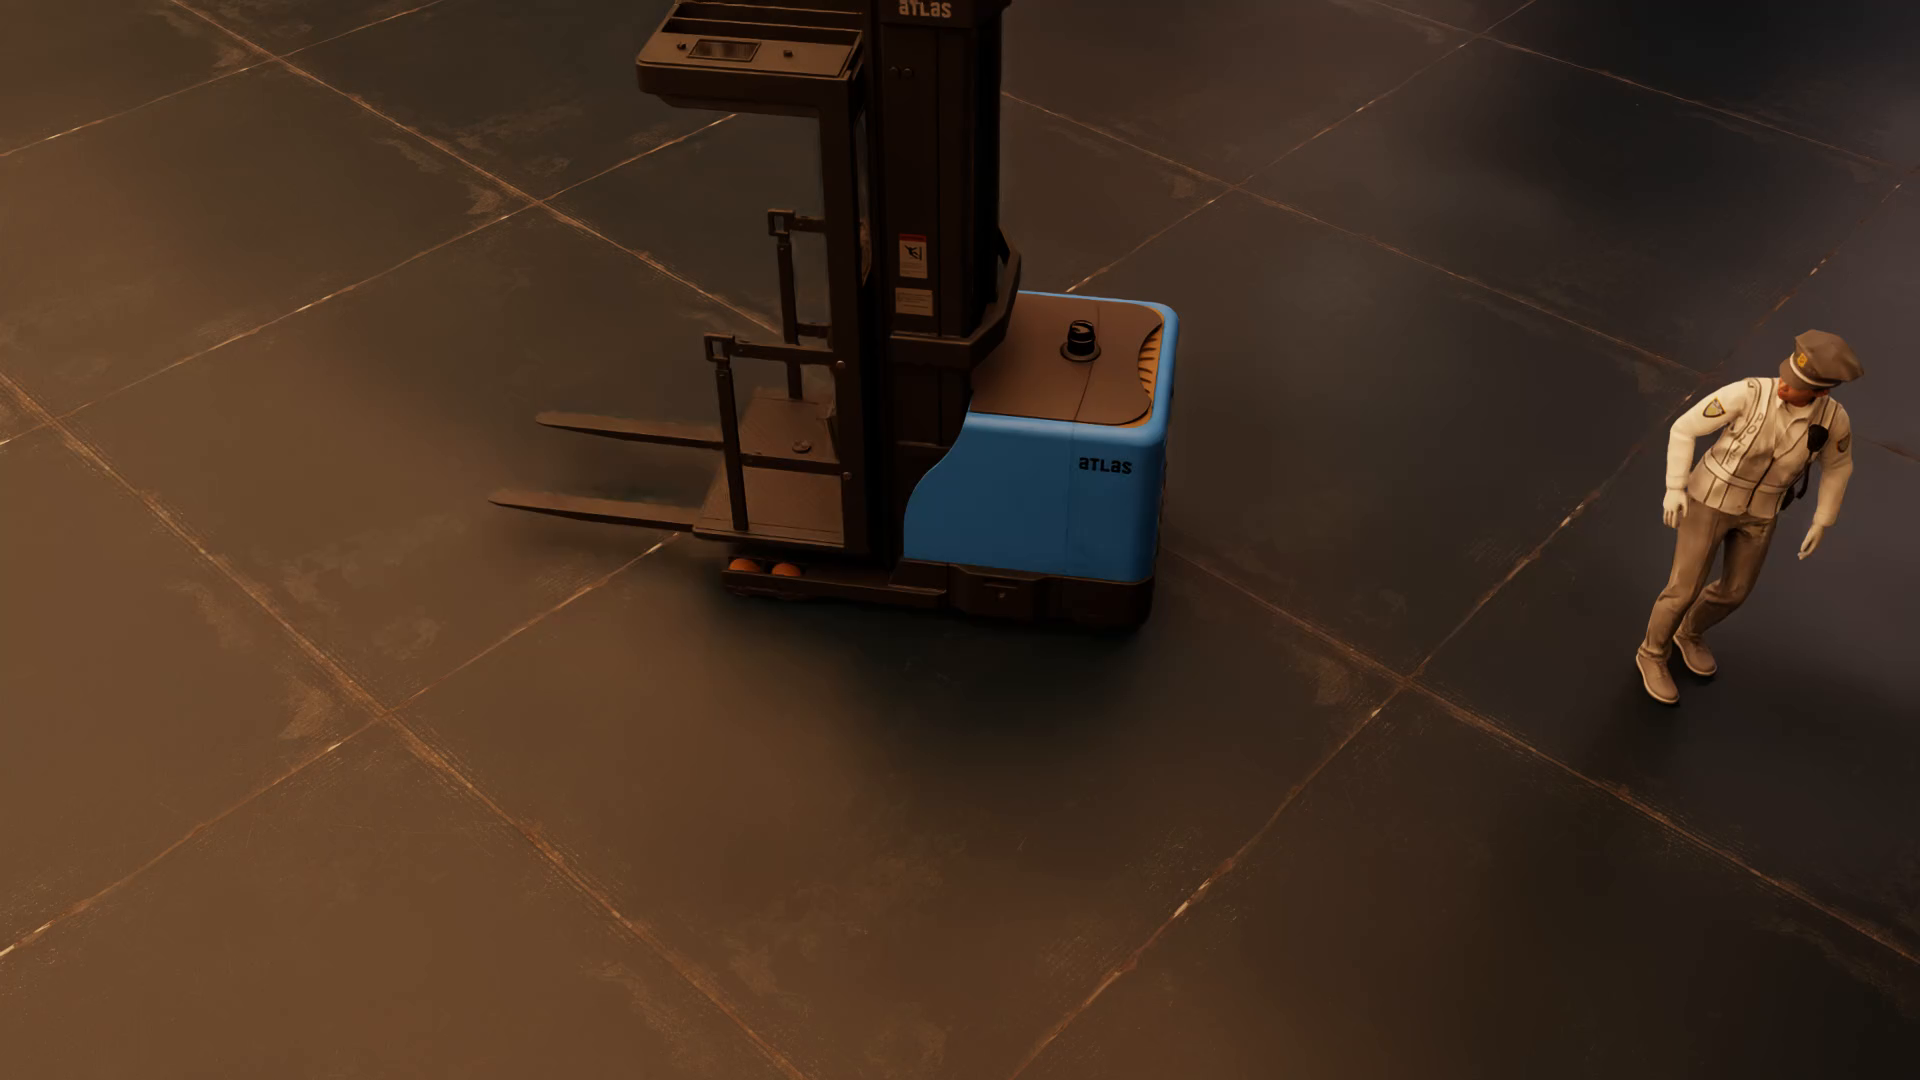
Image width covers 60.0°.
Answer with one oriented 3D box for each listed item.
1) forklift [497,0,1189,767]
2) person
[{"bbox_3d":[-0.478,-0.857,6.427,3.031,2.935,1.130,-27,47,-28],"label":"forklift"},{"bbox_3d":[3.060,-0.126,6.535,0.497,1.689,0.339,3,41,3],"label":"person"}]
